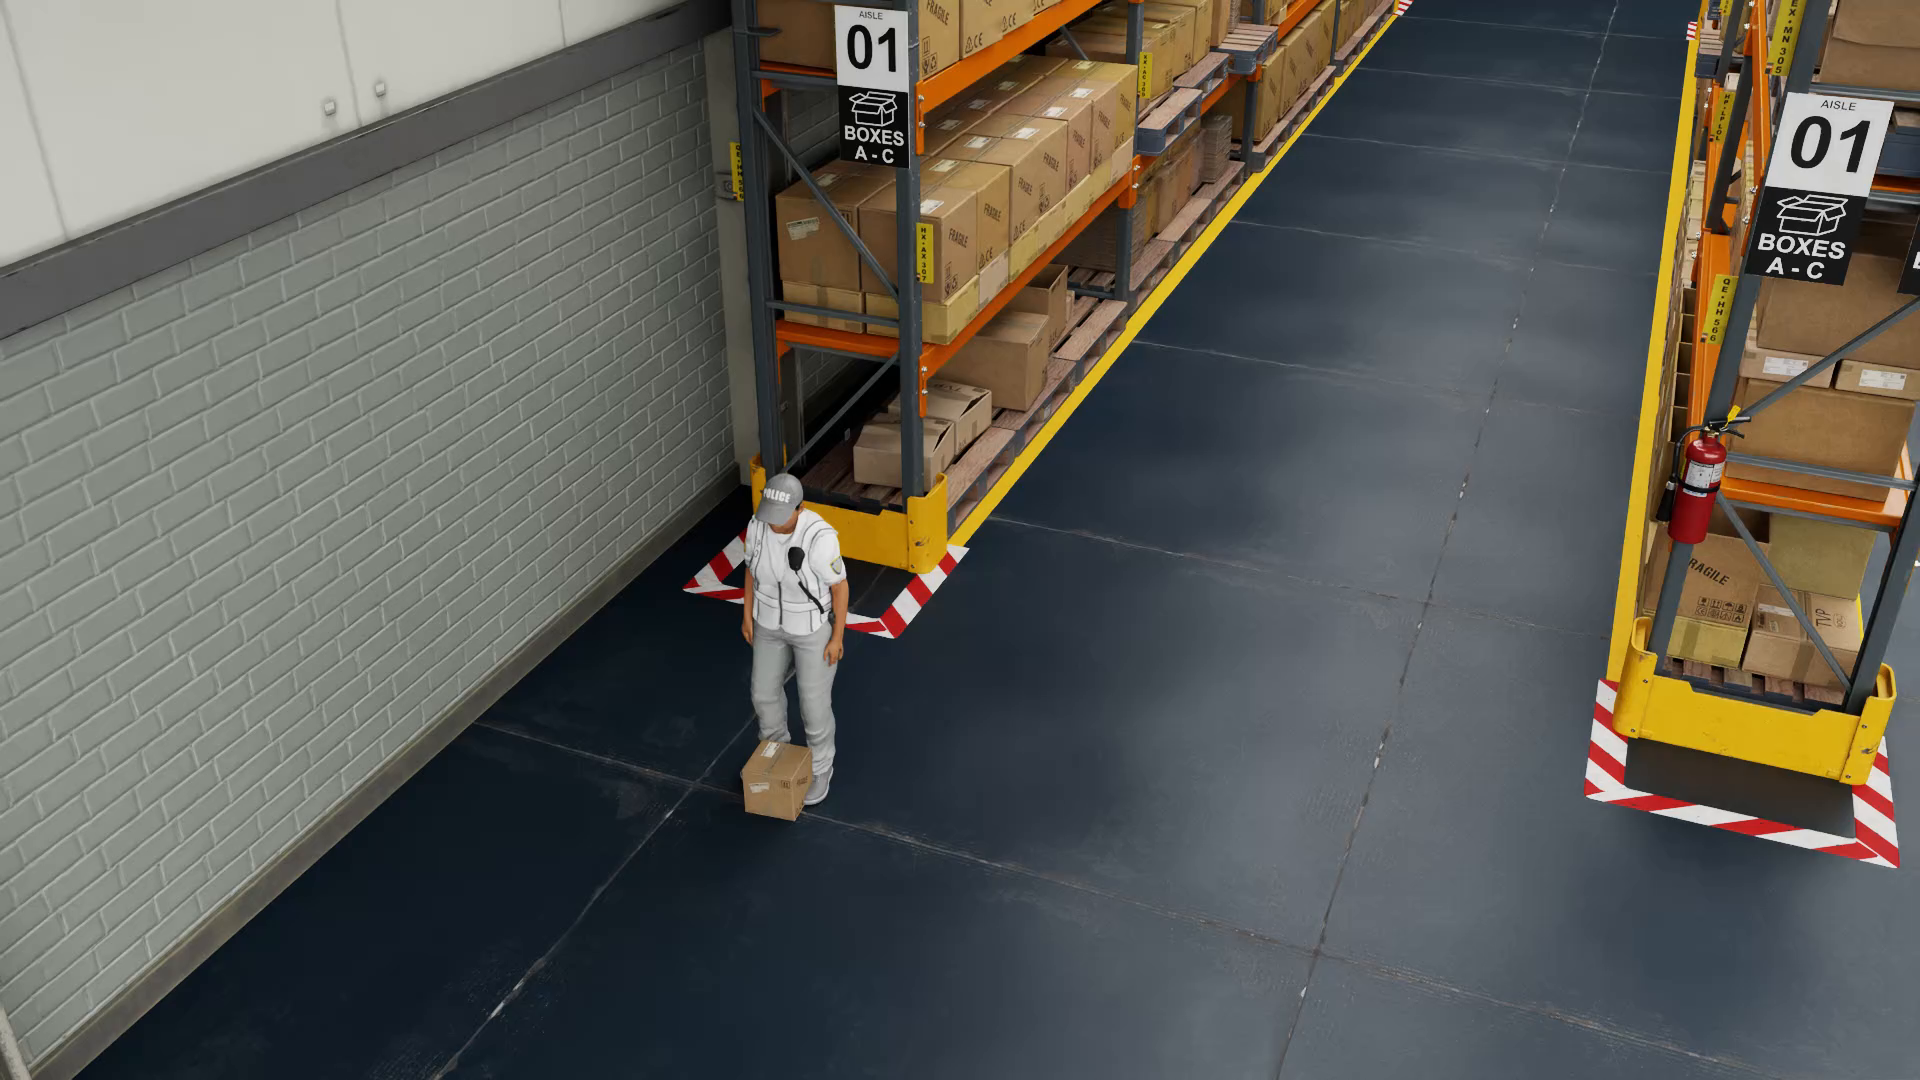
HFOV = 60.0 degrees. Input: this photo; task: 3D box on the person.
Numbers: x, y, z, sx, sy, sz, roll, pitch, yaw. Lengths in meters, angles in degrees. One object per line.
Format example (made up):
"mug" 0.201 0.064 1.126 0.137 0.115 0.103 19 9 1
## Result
"person" -0.774 0.414 7.663 0.537 1.665 0.470 11 32 19
